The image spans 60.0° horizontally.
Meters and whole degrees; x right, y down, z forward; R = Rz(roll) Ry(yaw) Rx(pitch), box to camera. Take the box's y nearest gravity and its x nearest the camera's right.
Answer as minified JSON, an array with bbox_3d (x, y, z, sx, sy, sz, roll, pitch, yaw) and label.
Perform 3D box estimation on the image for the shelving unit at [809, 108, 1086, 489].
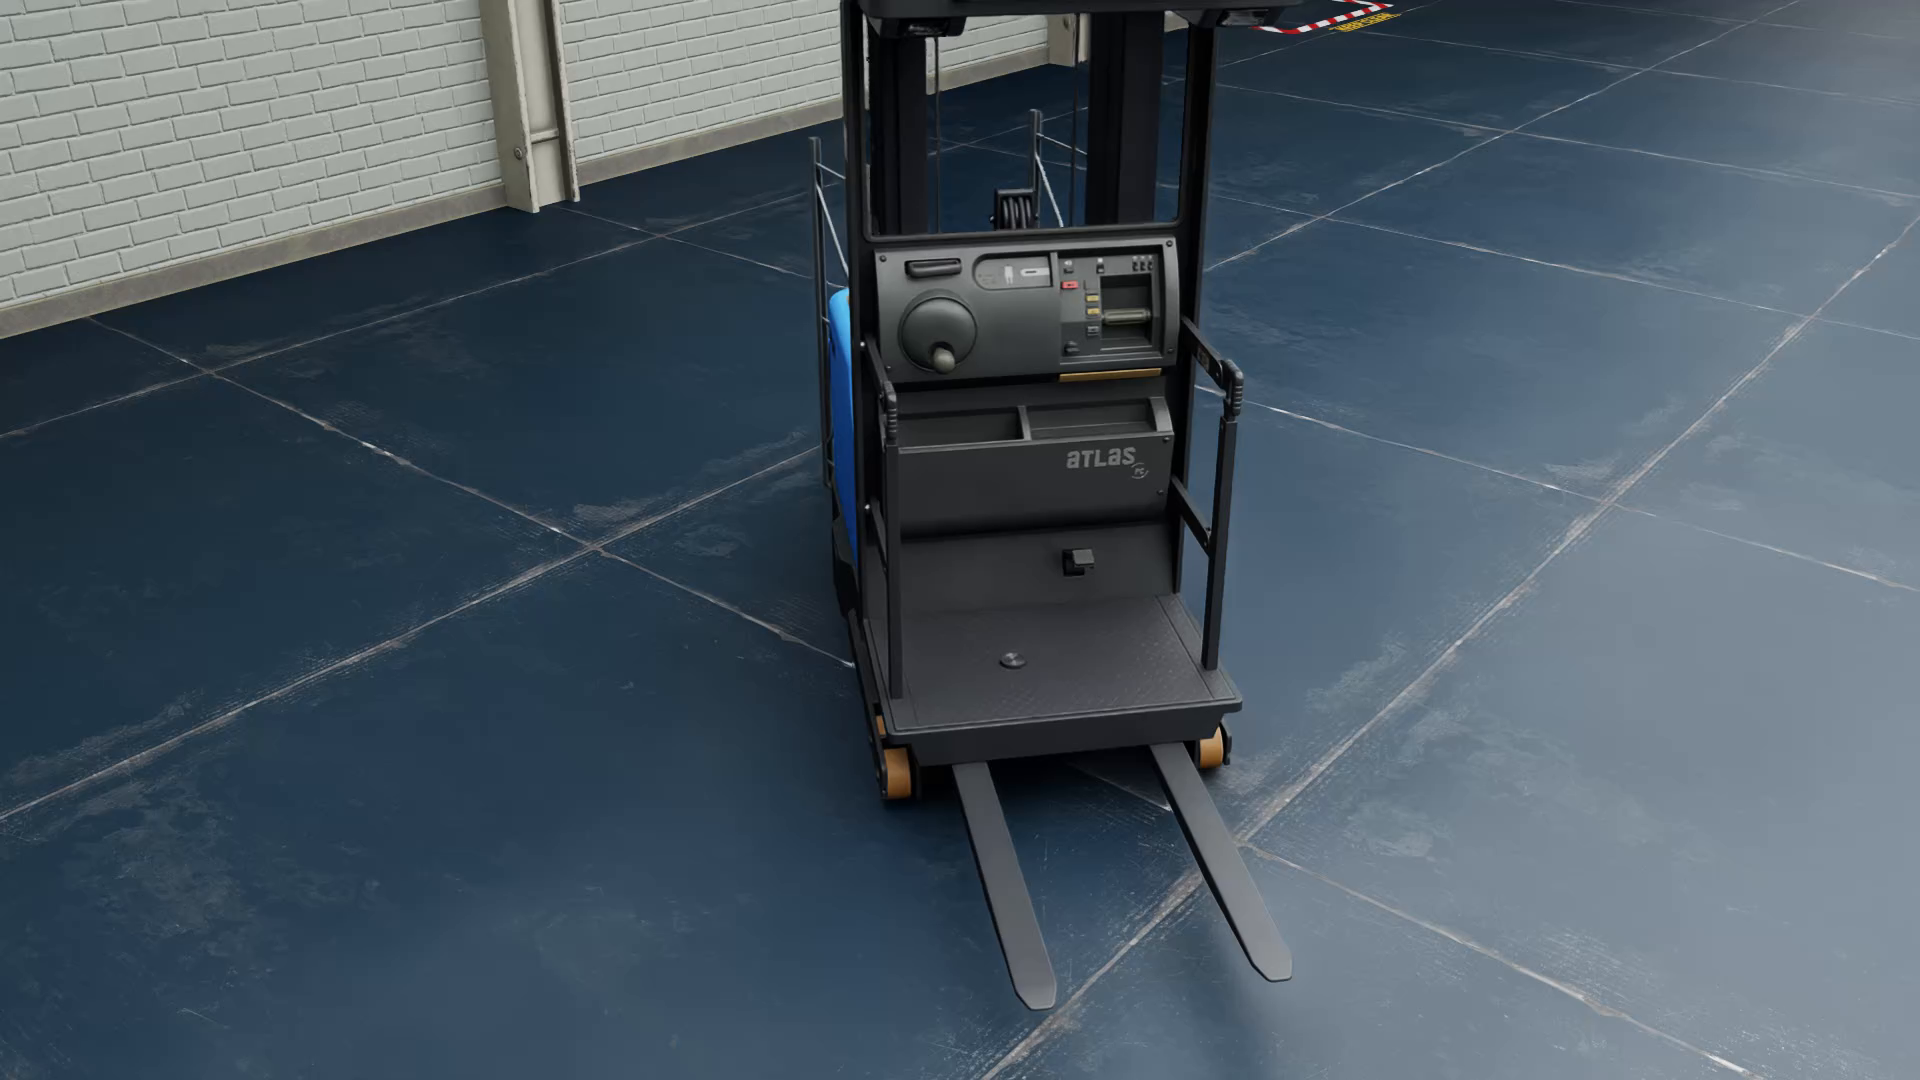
[{"bbox_3d":[-0.017,-0.934,6.924,1.048,1.500,0.538,-14,31,-25],"label":"shelving unit"}]

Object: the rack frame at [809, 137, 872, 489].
[{"bbox_3d":[-0.461,-0.821,6.705,0.032,1.500,0.500,-14,31,-25],"label":"rack frame"}]

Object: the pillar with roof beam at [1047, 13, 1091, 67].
[{"bbox_3d":[4.350,-7.121,10.722,9.100,9.000,0.400,21,34,34],"label":"pillar with roof beam"}]

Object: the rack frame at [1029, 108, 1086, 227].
[{"bbox_3d":[0.428,-1.047,7.142,0.032,1.500,0.500,-14,31,-25],"label":"rack frame"}]

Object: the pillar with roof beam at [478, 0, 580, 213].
[{"bbox_3d":[0.533,-4.994,6.610,9.100,9.000,0.400,21,34,34],"label":"pillar with roof beam"}]

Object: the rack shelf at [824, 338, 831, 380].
[{"bbox_3d":[-0.017,-0.774,7.006,1.000,0.185,0.538,-14,31,-25],"label":"rack shelf"}]

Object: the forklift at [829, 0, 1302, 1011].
[{"bbox_3d":[0.247,-0.670,4.855,1.130,2.935,3.031,-4,28,-9],"label":"forklift"}]
